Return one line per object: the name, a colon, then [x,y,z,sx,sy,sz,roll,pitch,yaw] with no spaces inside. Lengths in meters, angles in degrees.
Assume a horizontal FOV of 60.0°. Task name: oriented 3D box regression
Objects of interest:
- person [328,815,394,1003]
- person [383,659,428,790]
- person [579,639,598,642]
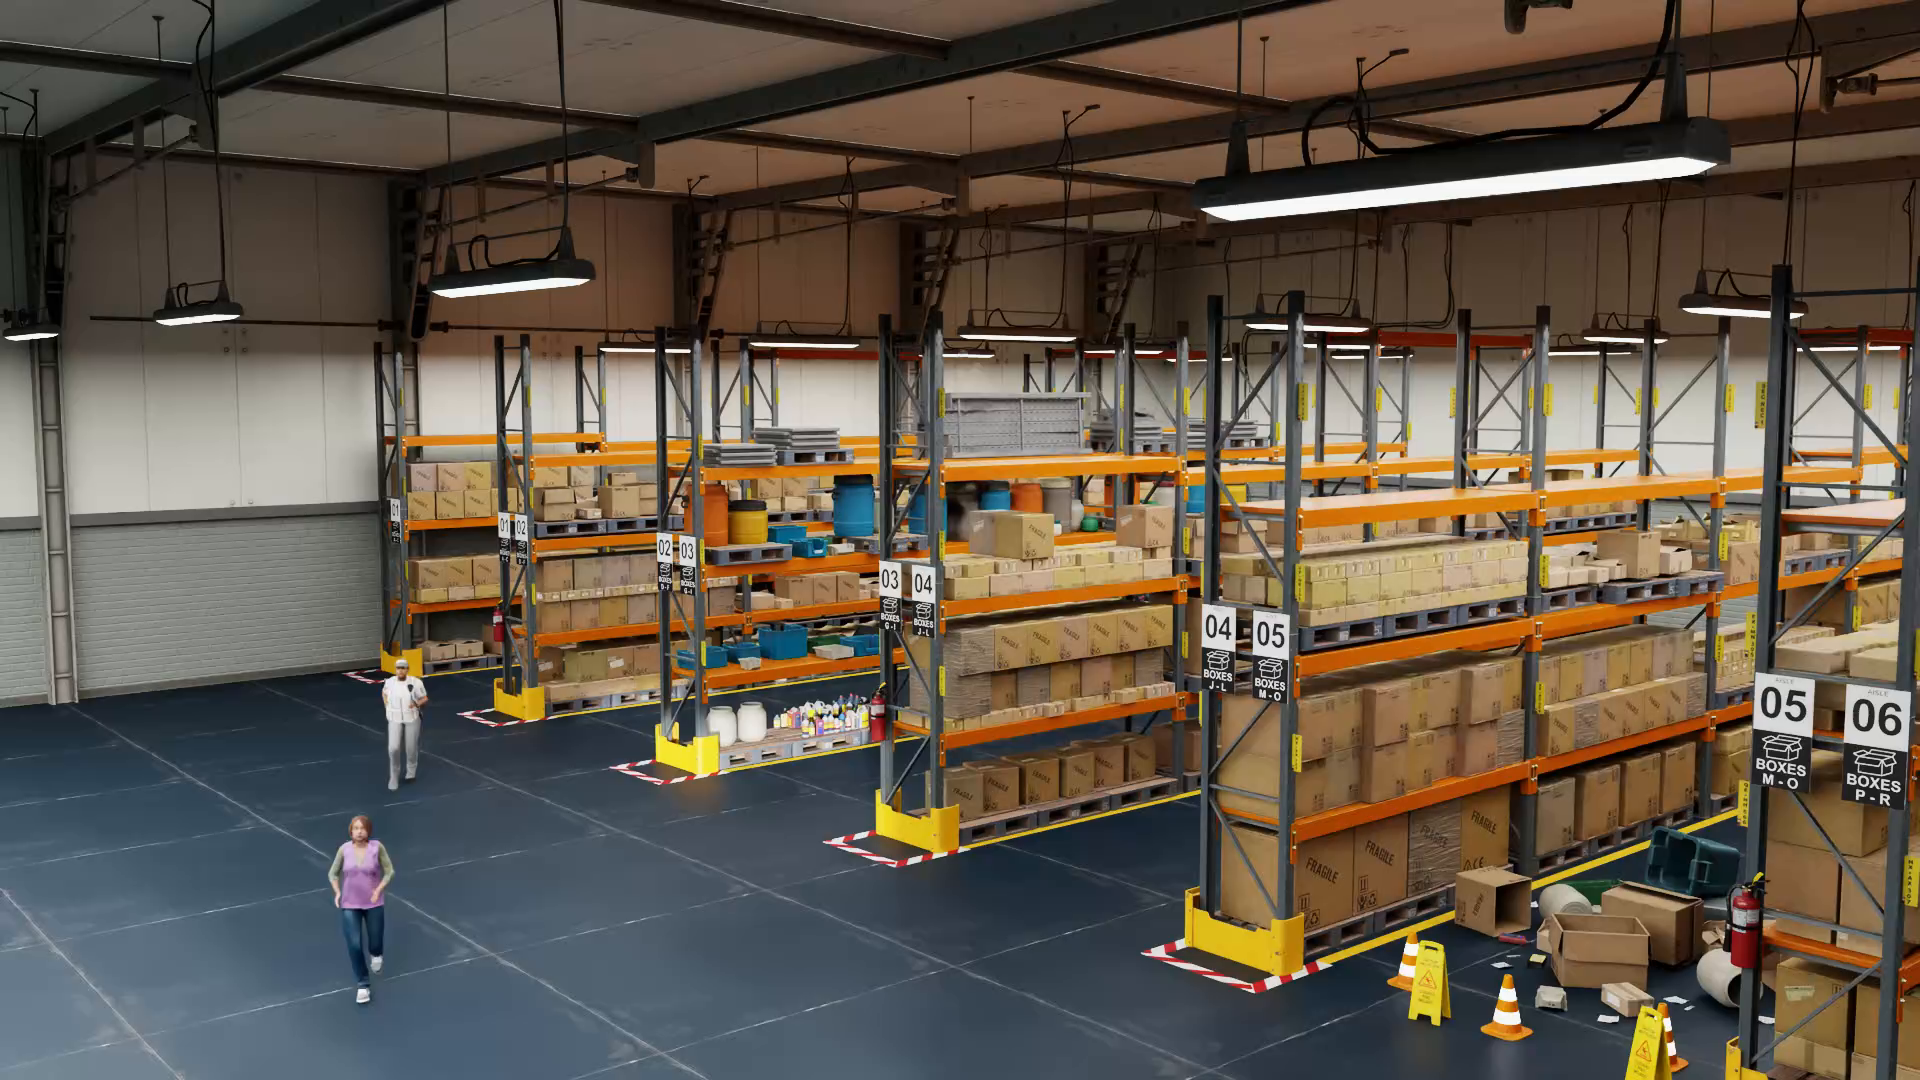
person: [-5.099,3.102,14.172,0.539,1.550,0.625,-1,5,-15]
person: [-7.212,2.386,21.622,0.579,1.718,0.720,-1,5,-12]
person: [-6.503,1.619,29.115,0.947,1.757,0.670,-5,7,-41]
